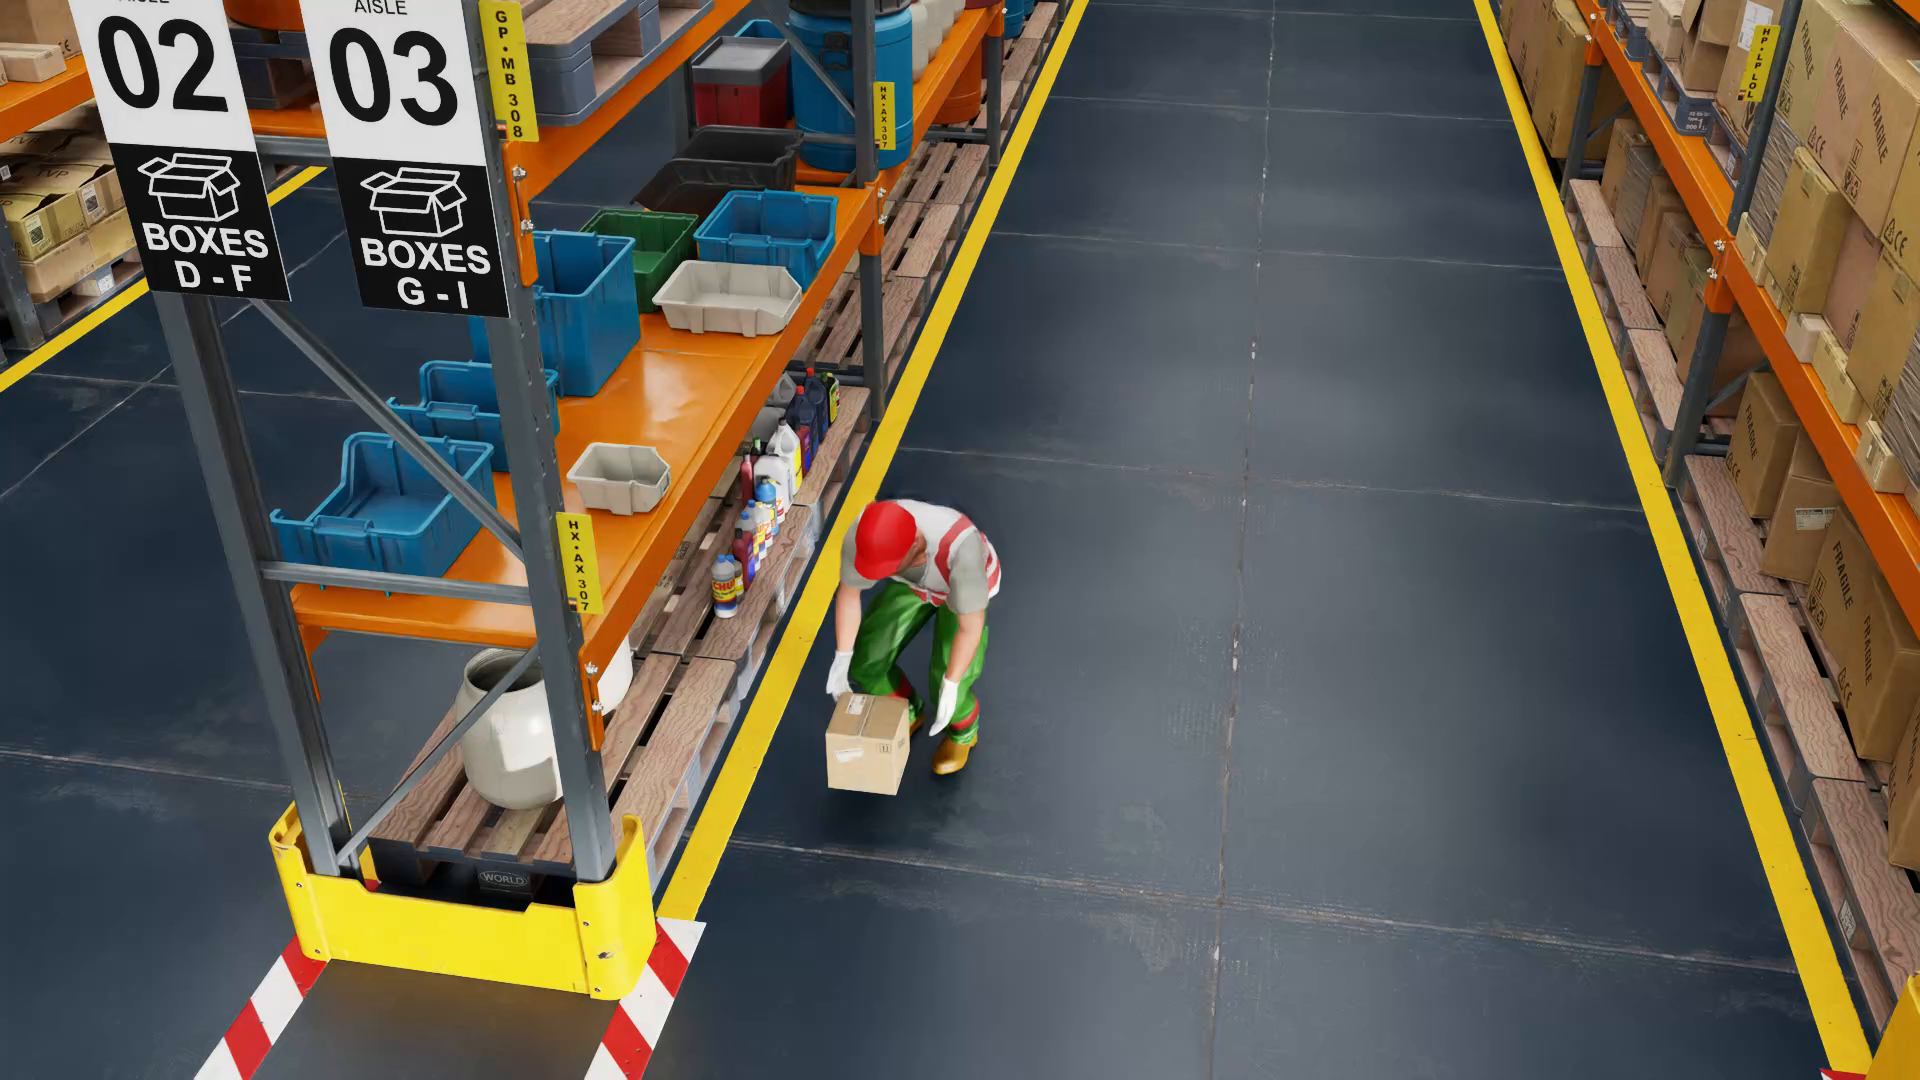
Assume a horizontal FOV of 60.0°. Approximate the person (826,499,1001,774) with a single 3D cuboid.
[{"bbox_3d":[-0.125,0.303,6.098,0.585,1.295,0.816,16,36,24],"label":"person"}]
